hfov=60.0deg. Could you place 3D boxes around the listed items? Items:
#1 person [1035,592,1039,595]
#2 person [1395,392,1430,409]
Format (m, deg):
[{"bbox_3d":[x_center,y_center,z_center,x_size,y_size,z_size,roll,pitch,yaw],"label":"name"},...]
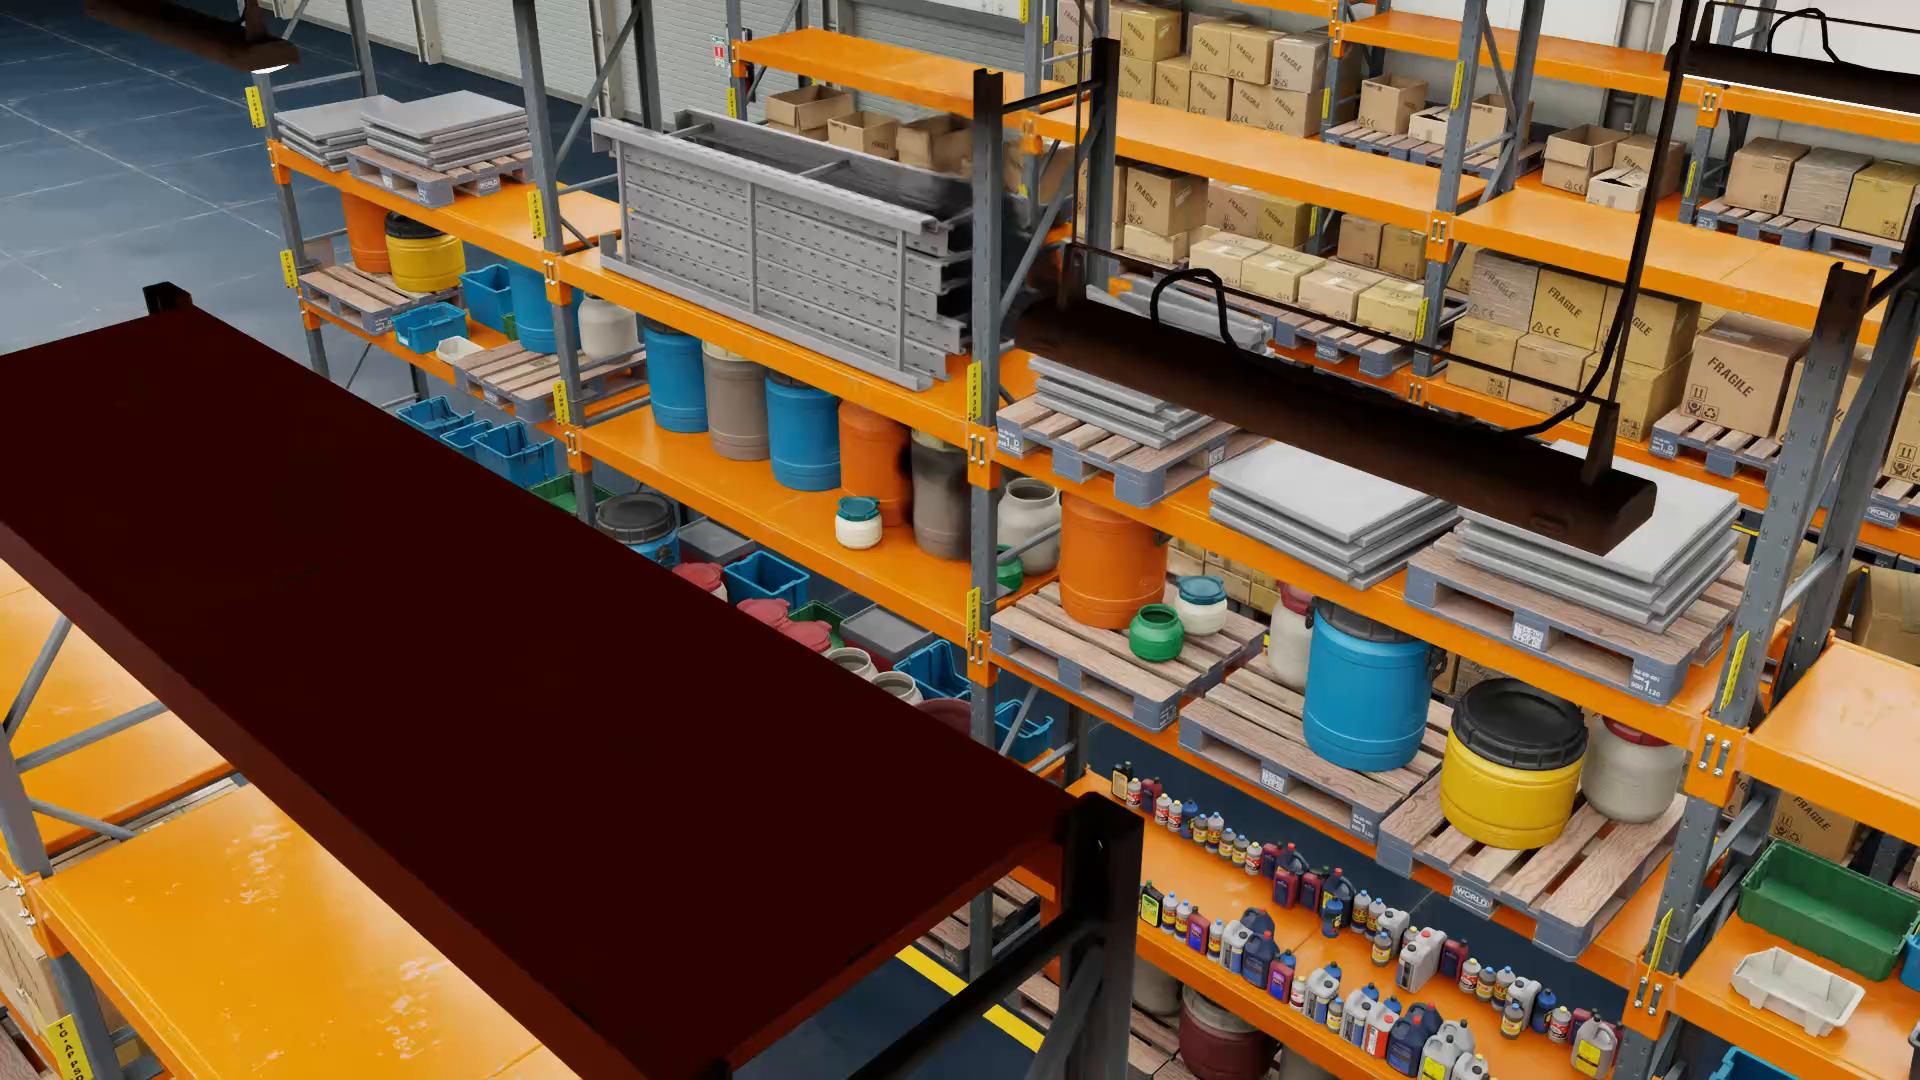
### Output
[{"bbox_3d":[0.823,0.413,13.764,1.002,1.742,0.711,18,34,29],"label":"person"},{"bbox_3d":[4.189,-0.651,15.565,1.003,1.788,0.668,20,35,31],"label":"person"}]
